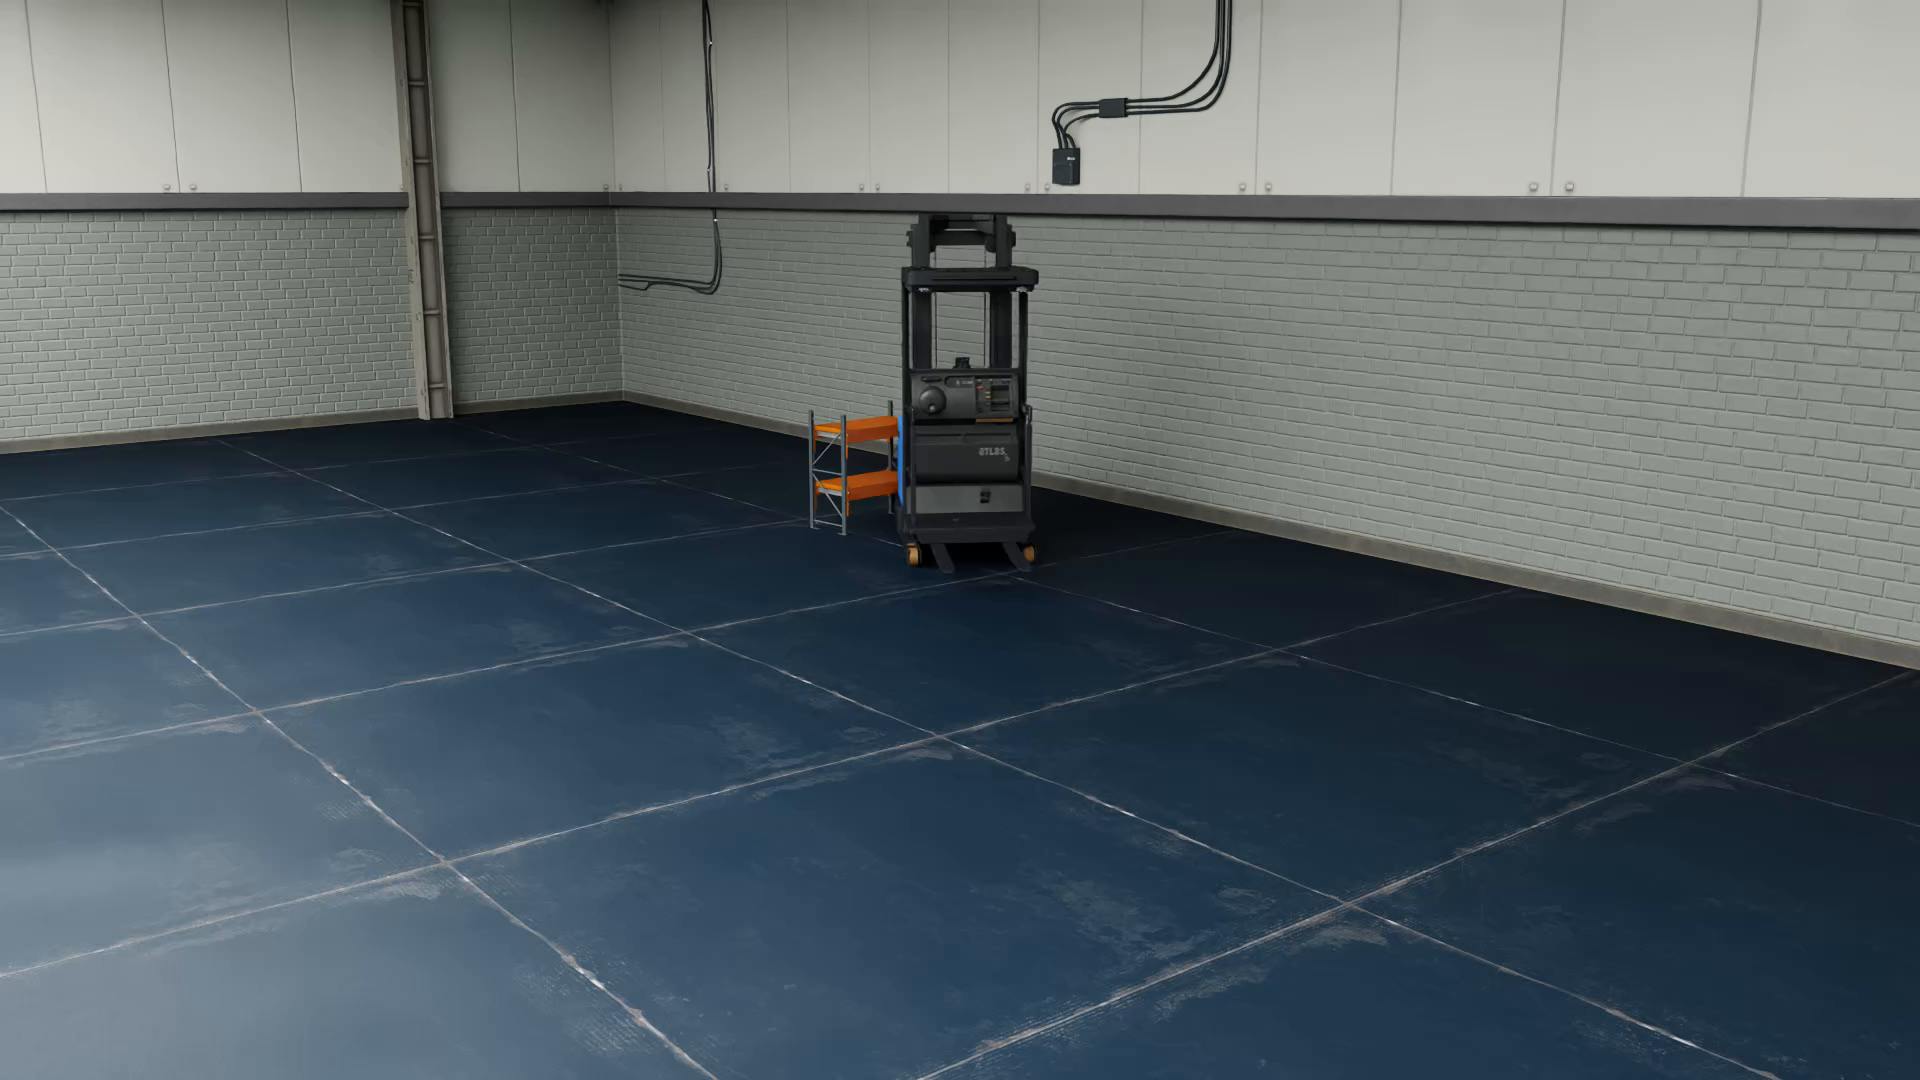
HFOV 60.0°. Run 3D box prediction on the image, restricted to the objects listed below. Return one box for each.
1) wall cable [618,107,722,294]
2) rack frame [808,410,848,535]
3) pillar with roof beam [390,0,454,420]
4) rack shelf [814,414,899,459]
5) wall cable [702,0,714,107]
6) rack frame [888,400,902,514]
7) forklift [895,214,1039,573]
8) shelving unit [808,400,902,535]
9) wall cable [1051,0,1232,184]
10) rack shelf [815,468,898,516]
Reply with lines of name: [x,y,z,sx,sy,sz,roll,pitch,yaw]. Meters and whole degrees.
wall cable: [-4.226,-4.768,23.514,0.112,2.526,3.097,-9,15,-38]
rack frame: [-1.232,-0.631,15.513,0.500,1.125,0.032,12,17,43]
pillar with roof beam: [-4.663,-5.421,19.113,0.400,9.000,9.100,-9,15,-38]
rack shelf: [-0.876,-0.993,15.807,0.538,0.278,1.000,12,17,43]
wall cable: [-2.536,-6.799,20.923,0.112,2.526,3.097,-9,15,-38]
rack frame: [-0.519,-0.782,16.222,0.500,1.125,0.032,12,17,43]
forklift: [0.067,-1.281,14.224,1.130,2.935,3.031,-1,12,-6]
shelving unit: [-0.876,-0.706,15.868,0.538,1.125,1.048,12,17,43]
wall cable: [1.693,-6.408,15.577,0.169,6.003,2.305,-9,15,-38]
rack shelf: [-0.876,-0.467,15.919,0.538,0.278,1.000,12,17,43]
